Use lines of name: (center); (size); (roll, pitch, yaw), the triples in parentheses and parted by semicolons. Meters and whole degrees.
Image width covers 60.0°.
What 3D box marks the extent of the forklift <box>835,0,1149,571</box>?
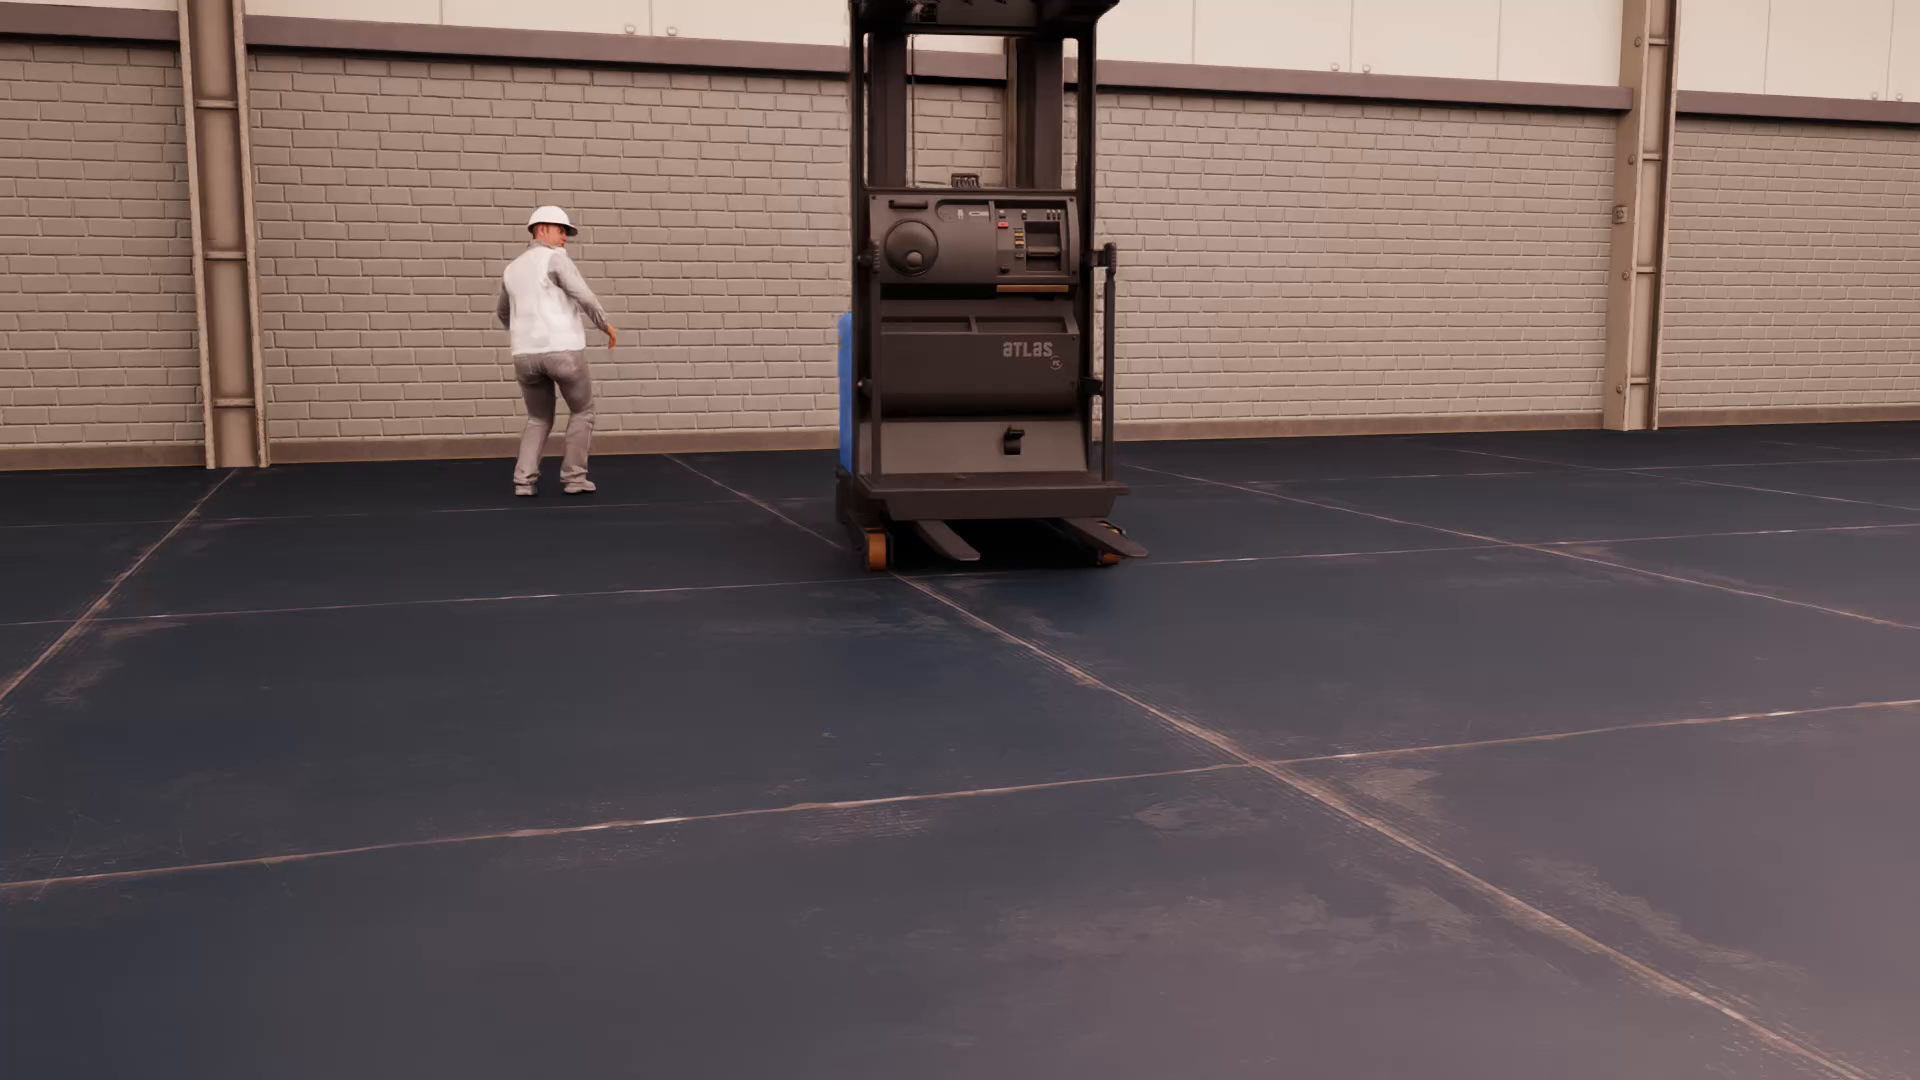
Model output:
forklift: (0.098, -1.371, 7.129); (1.130, 2.935, 3.031); (-1, 8, -9)

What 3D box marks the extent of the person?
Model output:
person: (-2.407, -1.104, 9.871); (0.762, 1.729, 0.635); (3, 8, 20)
